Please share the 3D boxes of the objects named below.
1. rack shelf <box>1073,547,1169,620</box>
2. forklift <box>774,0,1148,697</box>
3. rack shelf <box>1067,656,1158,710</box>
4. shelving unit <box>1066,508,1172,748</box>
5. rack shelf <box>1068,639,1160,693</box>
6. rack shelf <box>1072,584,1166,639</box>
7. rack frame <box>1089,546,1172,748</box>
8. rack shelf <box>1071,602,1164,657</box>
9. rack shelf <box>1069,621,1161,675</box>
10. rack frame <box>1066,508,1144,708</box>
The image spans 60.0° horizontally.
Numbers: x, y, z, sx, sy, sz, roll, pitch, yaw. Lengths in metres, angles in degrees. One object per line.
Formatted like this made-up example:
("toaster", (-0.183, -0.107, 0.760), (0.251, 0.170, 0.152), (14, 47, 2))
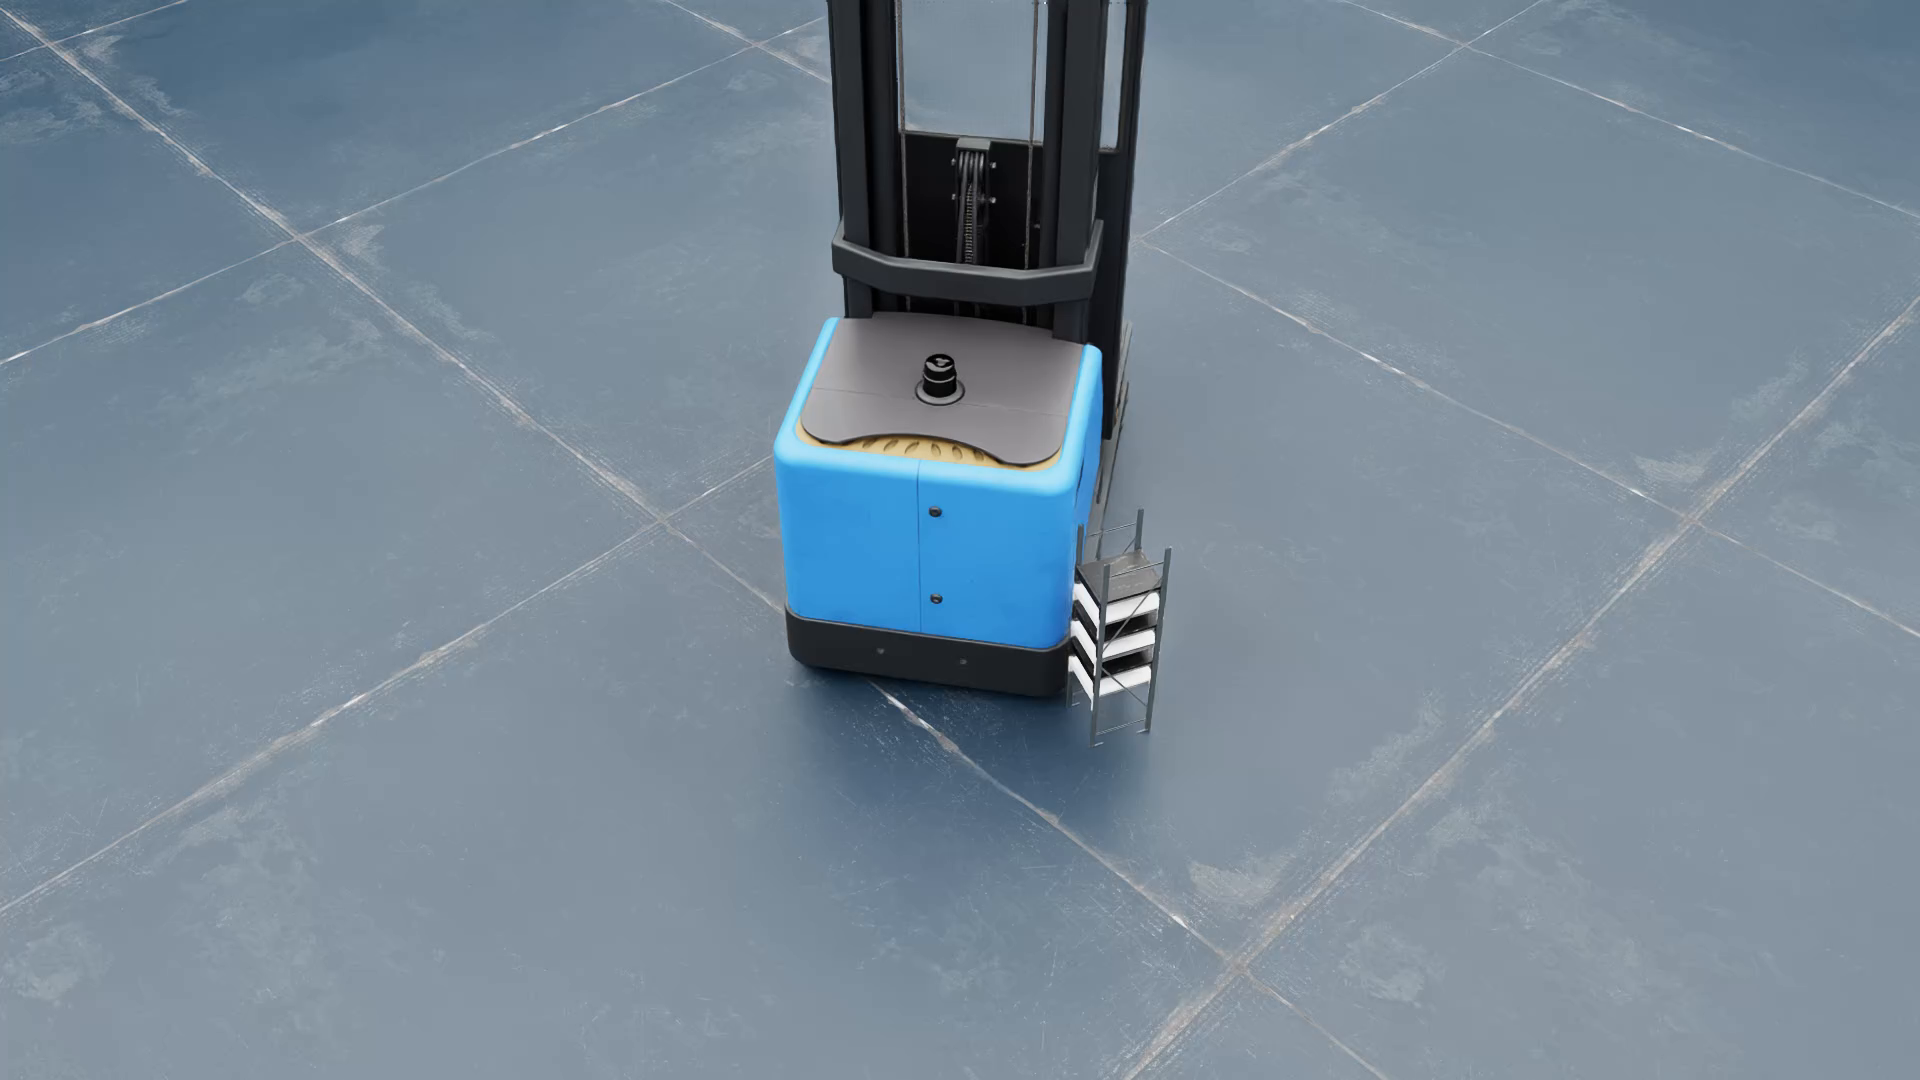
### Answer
("rack shelf", (0.538, 0.144, 5.582), (0.258, 0.077, 0.200), (-15, 45, -15))
("forklift", (0.135, -1.518, 6.233), (1.130, 2.935, 3.031), (7, 43, 8))
("rack shelf", (0.538, 0.475, 5.888), (0.258, 0.077, 0.200), (-15, 45, -15))
("shelving unit", (0.538, 0.318, 5.743), (0.258, 0.900, 0.210), (-15, 45, -15))
("rack shelf", (0.538, 0.409, 5.826), (0.258, 0.077, 0.200), (-15, 45, -15))
("rack shelf", (0.538, 0.210, 5.643), (0.258, 0.077, 0.200), (-15, 45, -15))
("rack frame", (0.575, 0.382, 5.673), (0.240, 0.900, 0.006), (-15, 45, -15))
("rack shelf", (0.538, 0.276, 5.704), (0.258, 0.077, 0.200), (-15, 45, -15))
("rack shelf", (0.538, 0.342, 5.765), (0.258, 0.077, 0.200), (-15, 45, -15))
("rack frame", (0.501, 0.254, 5.812), (0.240, 0.900, 0.006), (-15, 45, -15))
